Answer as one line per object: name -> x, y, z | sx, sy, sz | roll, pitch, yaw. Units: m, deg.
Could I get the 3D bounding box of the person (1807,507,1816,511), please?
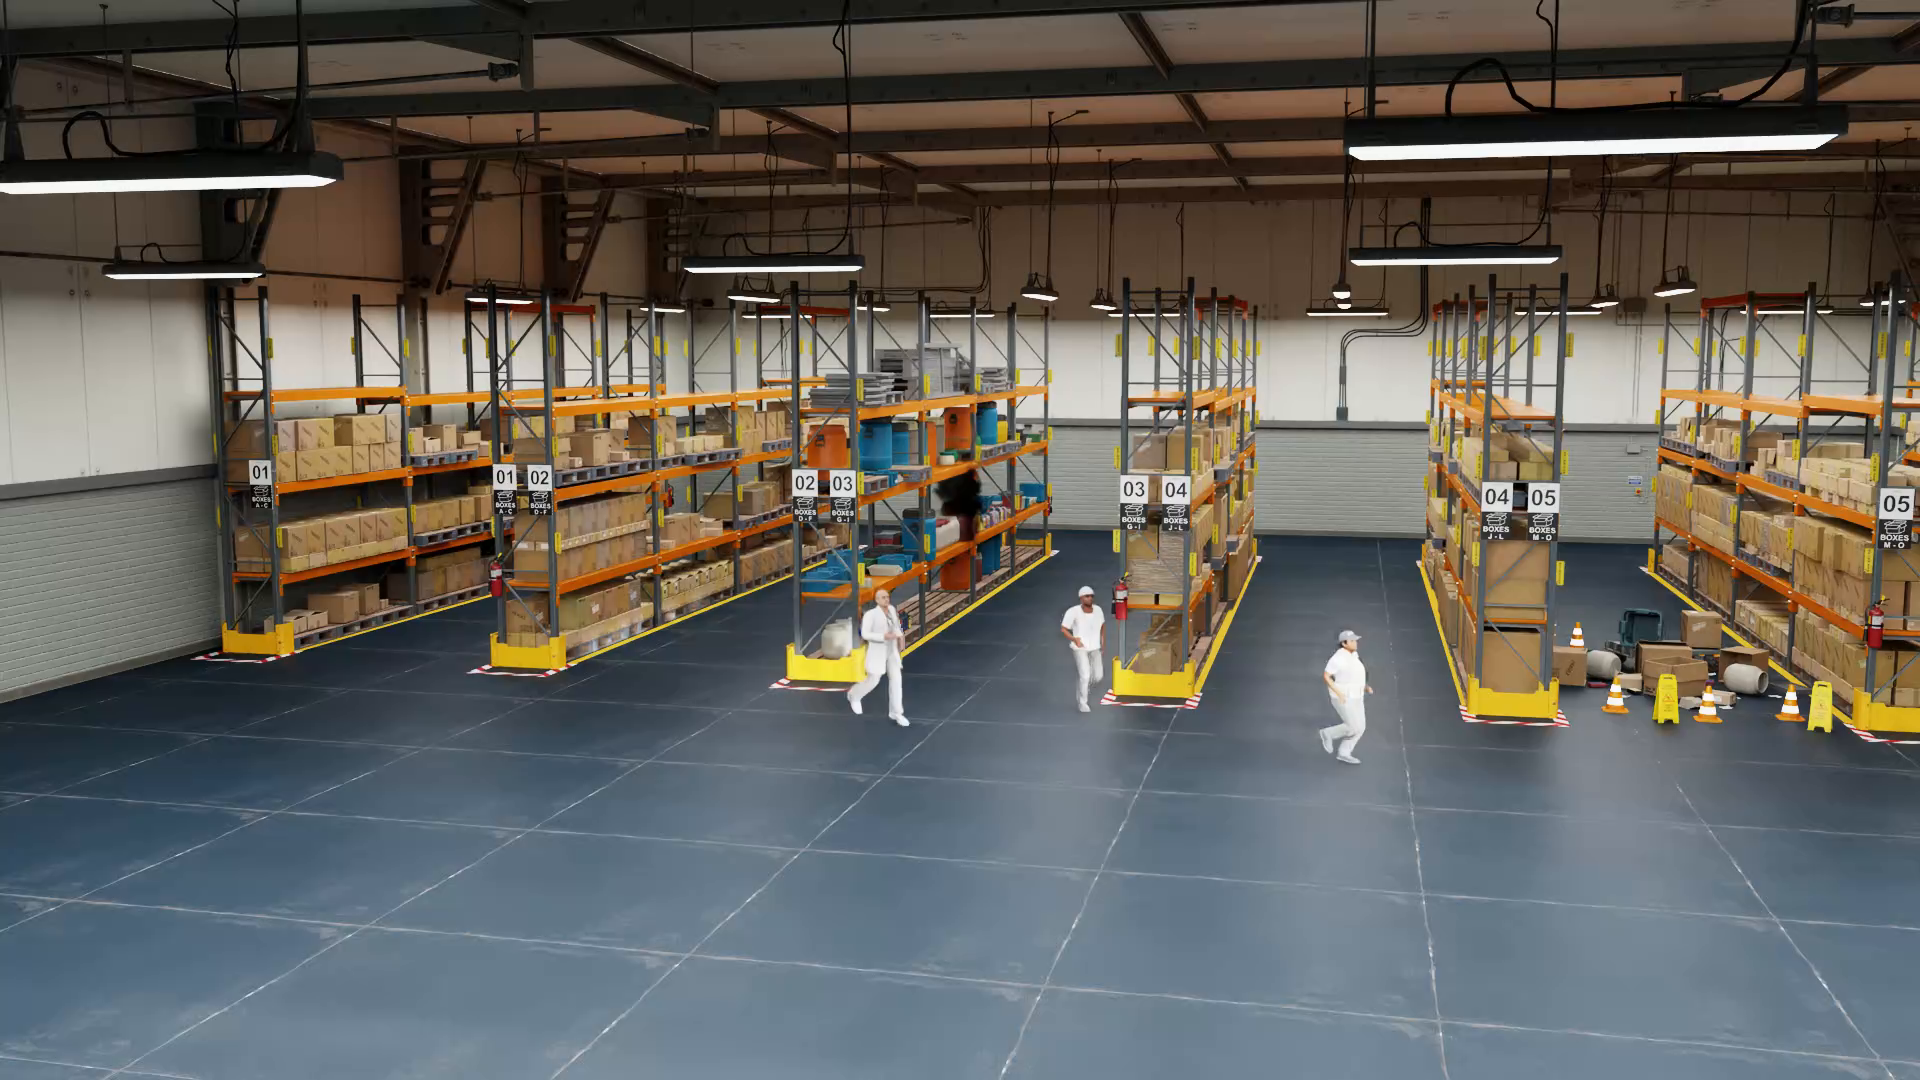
person -> 17.469, 0.195, 34.250 | 0.629, 1.771, 0.693 | 0, 7, -2

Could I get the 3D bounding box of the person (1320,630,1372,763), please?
person -> 4.688, 1.896, 20.139 | 0.554, 1.617, 0.621 | 6, 9, 41

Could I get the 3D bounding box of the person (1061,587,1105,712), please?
person -> 1.748, 1.502, 23.070 | 0.696, 1.735, 0.588 | -3, 7, -23

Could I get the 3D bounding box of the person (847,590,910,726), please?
person -> -1.077, 1.549, 22.395 | 0.720, 1.801, 1.061 | -6, 9, -40
